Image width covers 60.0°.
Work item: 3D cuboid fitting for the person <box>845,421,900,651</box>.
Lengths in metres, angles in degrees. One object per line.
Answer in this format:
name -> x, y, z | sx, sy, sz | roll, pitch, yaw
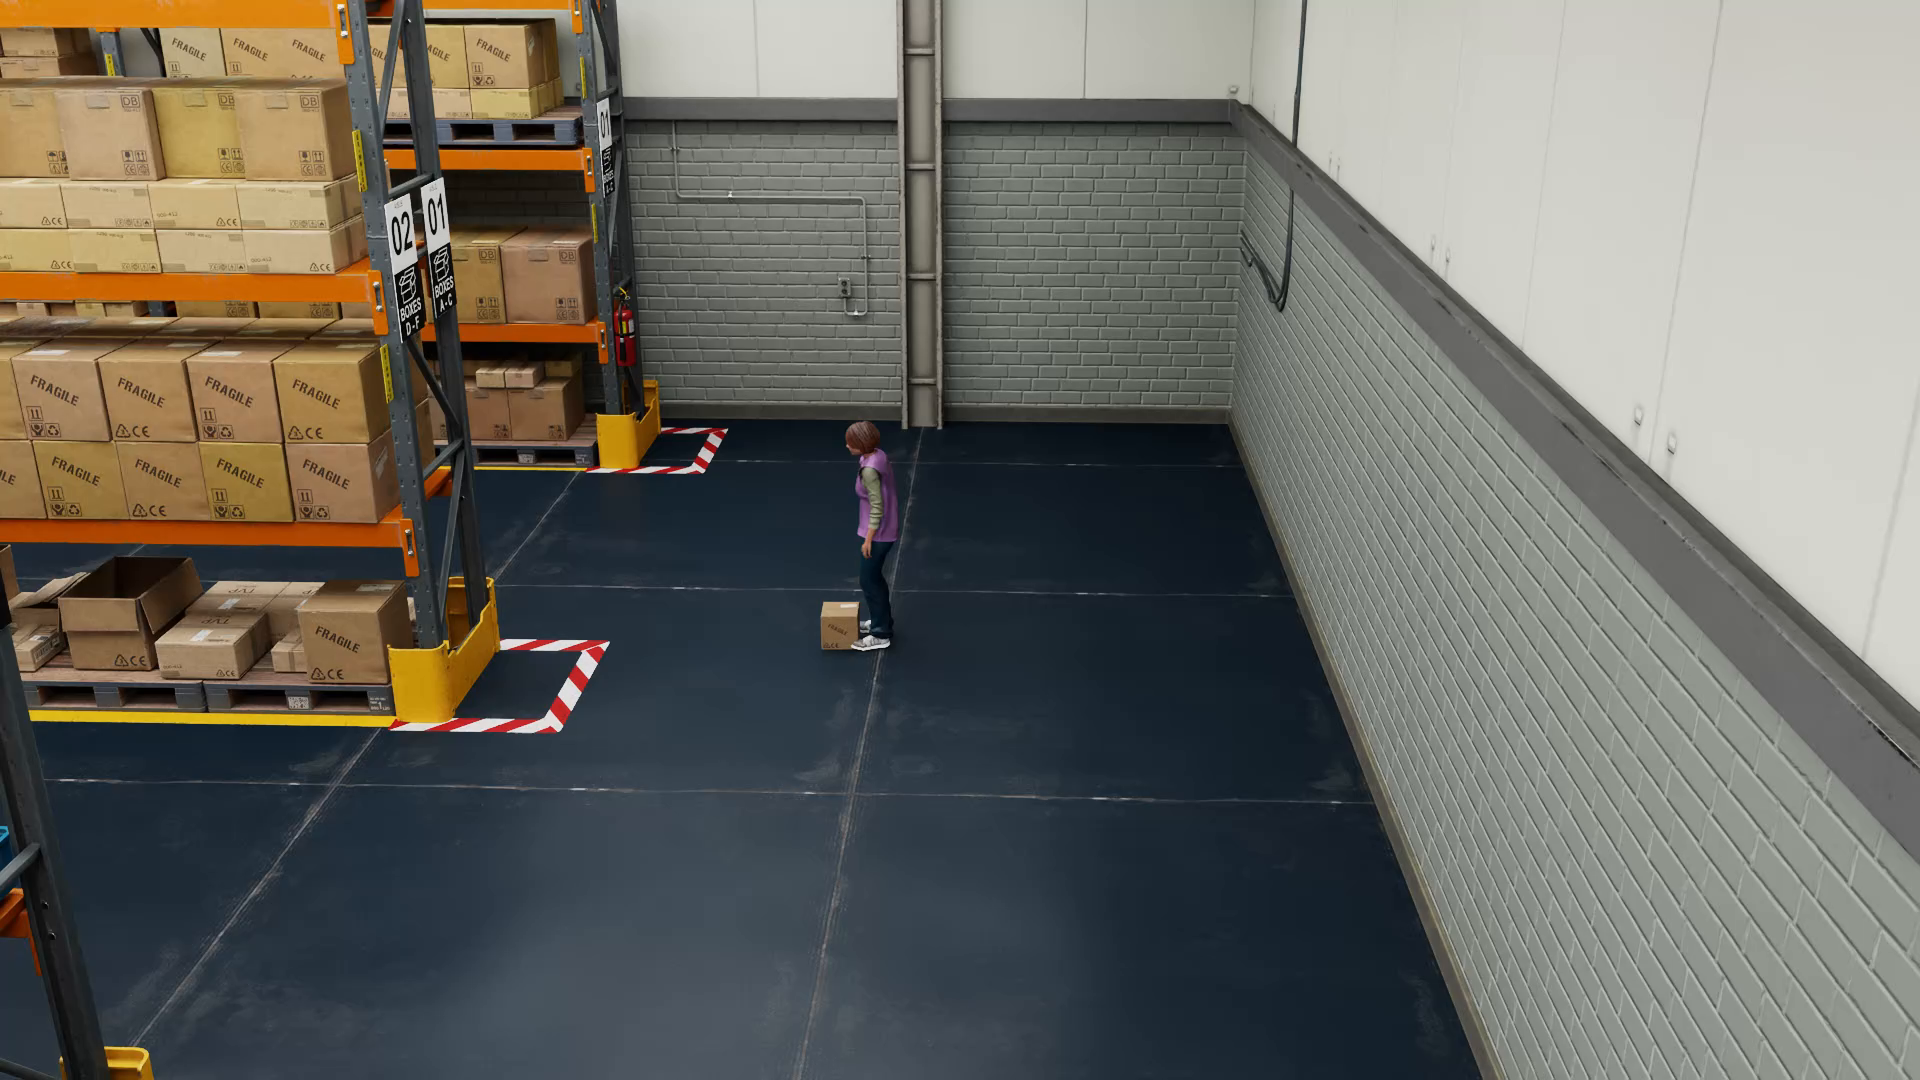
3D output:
person -> -0.579, -0.039, 11.200 | 0.345, 1.591, 0.459 | 0, 21, 1
